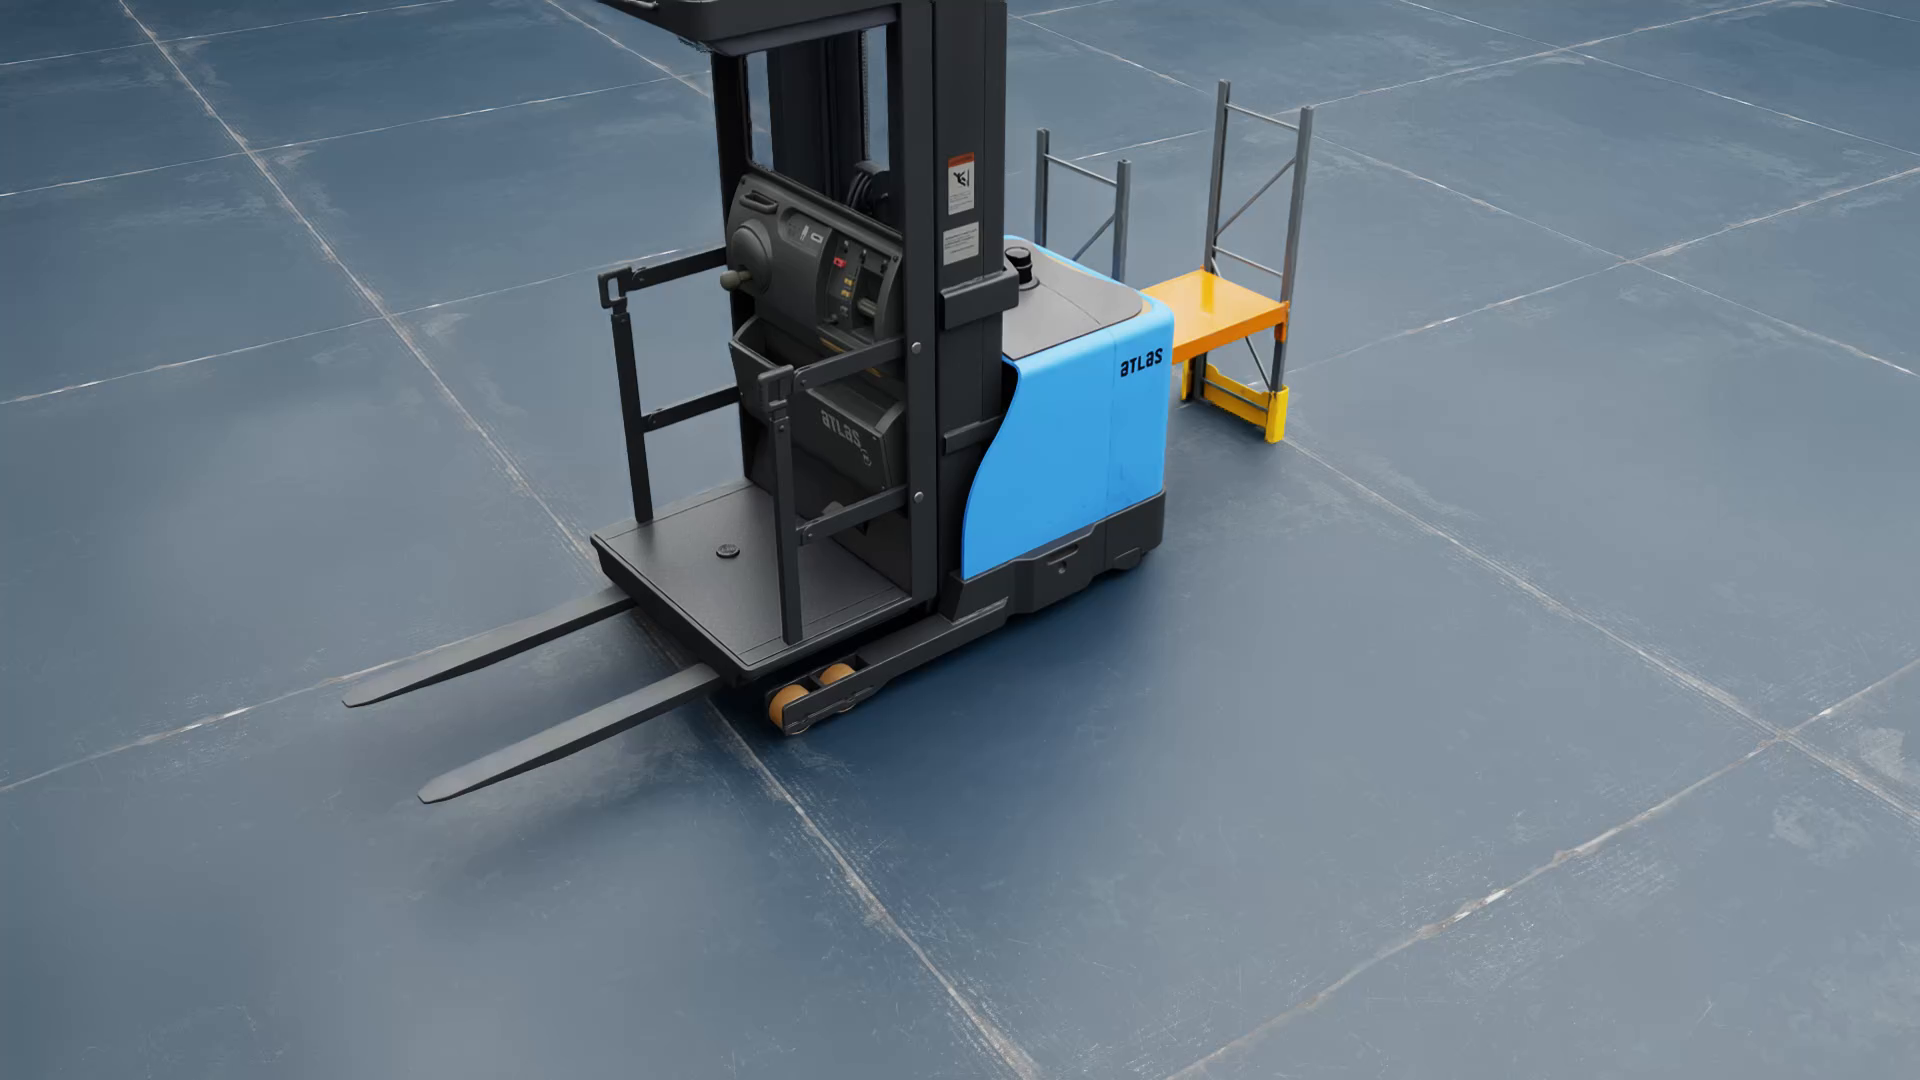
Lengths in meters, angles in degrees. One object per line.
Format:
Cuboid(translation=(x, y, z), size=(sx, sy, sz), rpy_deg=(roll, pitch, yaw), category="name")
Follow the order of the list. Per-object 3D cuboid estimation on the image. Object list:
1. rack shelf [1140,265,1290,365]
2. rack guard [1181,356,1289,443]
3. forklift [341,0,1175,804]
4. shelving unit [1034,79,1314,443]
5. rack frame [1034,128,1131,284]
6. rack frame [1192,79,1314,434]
Cuboid(translation=(0.864, -0.884, 7.083), size=(1.000, 0.185, 0.538), rpy_deg=(-23, 39, -32), category="rack shelf")
Cuboid(translation=(1.245, -0.671, 7.580), size=(0.087, 0.250, 0.587), rpy_deg=(-23, 39, -32), category="rack guard")
Cuboid(translation=(-0.660, -0.893, 5.419), size=(3.031, 2.935, 1.130), rpy_deg=(-23, 39, -32), category="forklift")
Cuboid(translation=(0.857, -1.033, 6.983), size=(1.083, 1.500, 0.587), rpy_deg=(-23, 39, -32), category="shelving unit")
Cuboid(translation=(0.468, -0.867, 6.718), size=(0.032, 1.500, 0.500), rpy_deg=(-23, 39, -32), category="rack frame")
Cuboid(translation=(1.260, -1.206, 7.256), size=(0.032, 1.500, 0.500), rpy_deg=(-23, 39, -32), category="rack frame")
